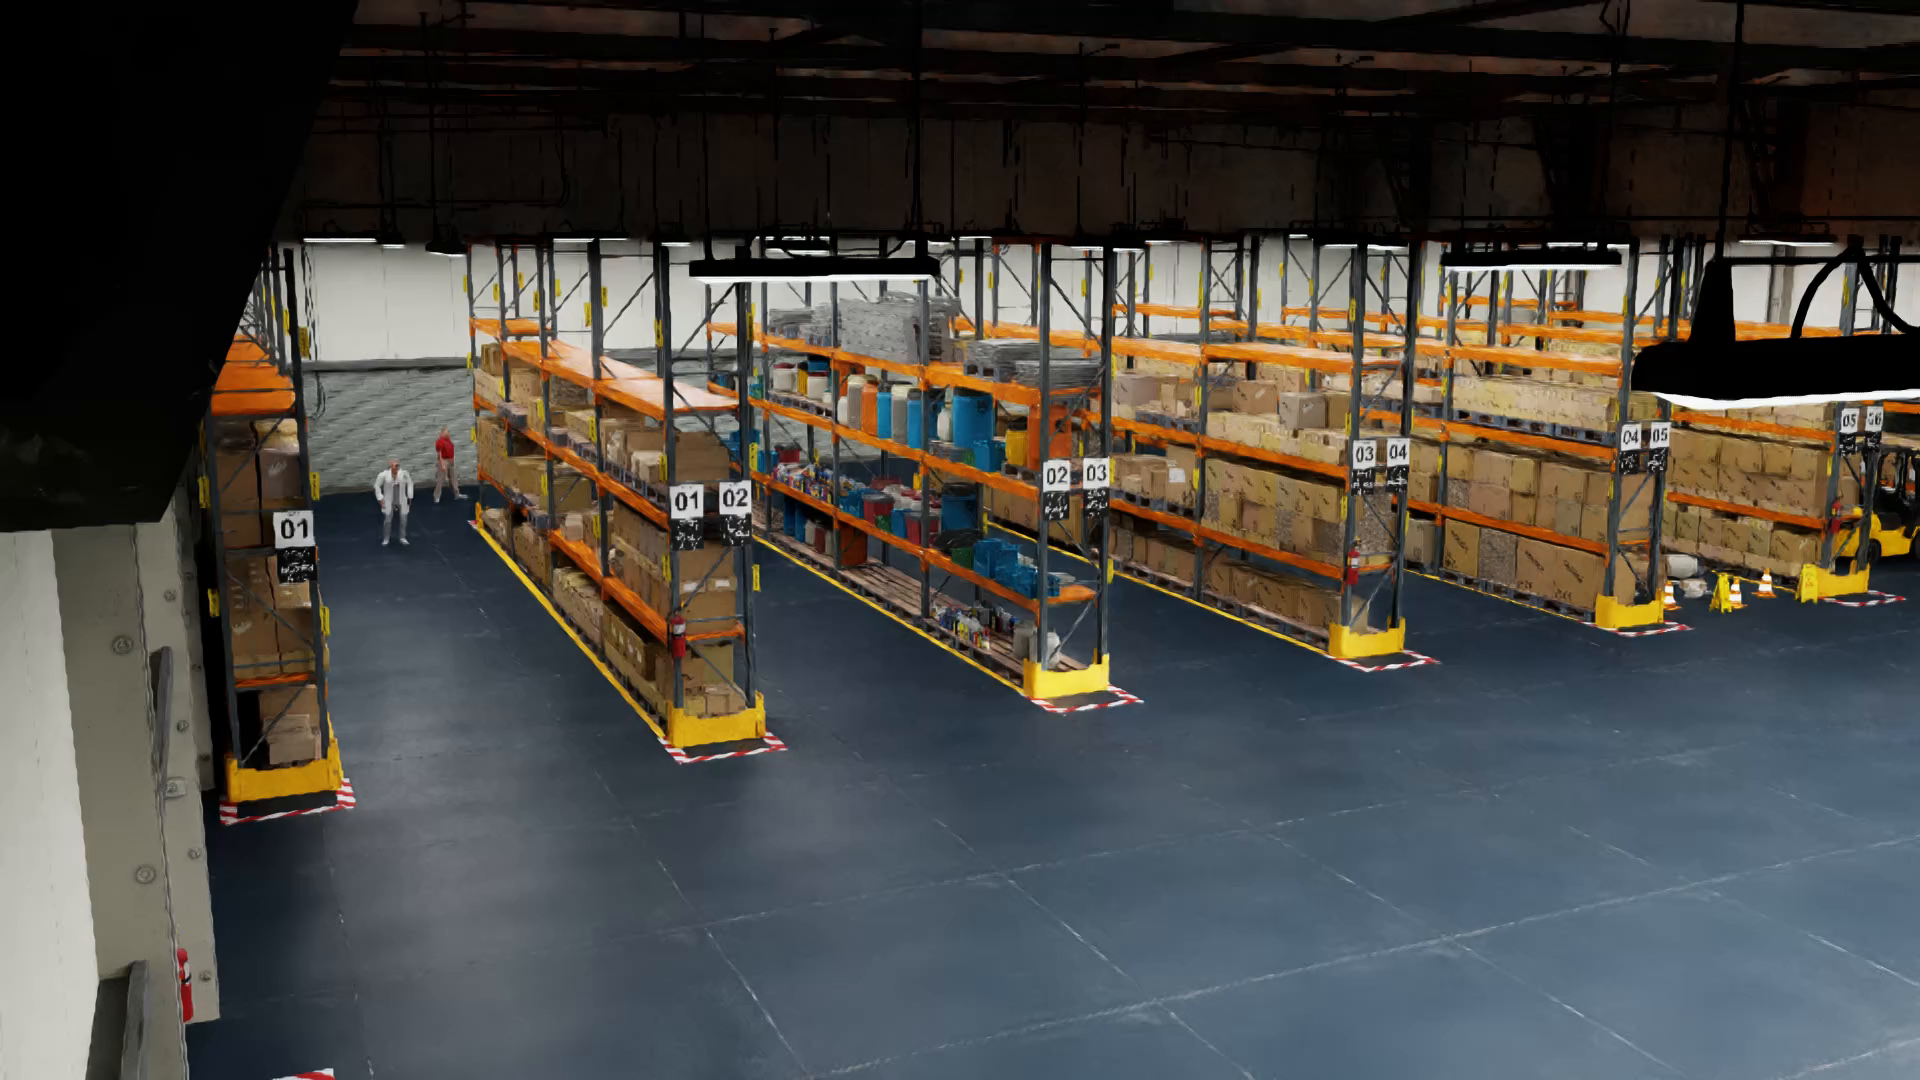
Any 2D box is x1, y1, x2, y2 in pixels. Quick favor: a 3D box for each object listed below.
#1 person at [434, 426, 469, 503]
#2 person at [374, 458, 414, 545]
[{"bbox_3d":[-11.538,-1.718,37.414,0.583,1.719,0.772,2,11,12],"label":"person"},{"bbox_3d":[-11.048,-0.754,32.491,0.729,1.733,0.546,-5,12,-25],"label":"person"}]
